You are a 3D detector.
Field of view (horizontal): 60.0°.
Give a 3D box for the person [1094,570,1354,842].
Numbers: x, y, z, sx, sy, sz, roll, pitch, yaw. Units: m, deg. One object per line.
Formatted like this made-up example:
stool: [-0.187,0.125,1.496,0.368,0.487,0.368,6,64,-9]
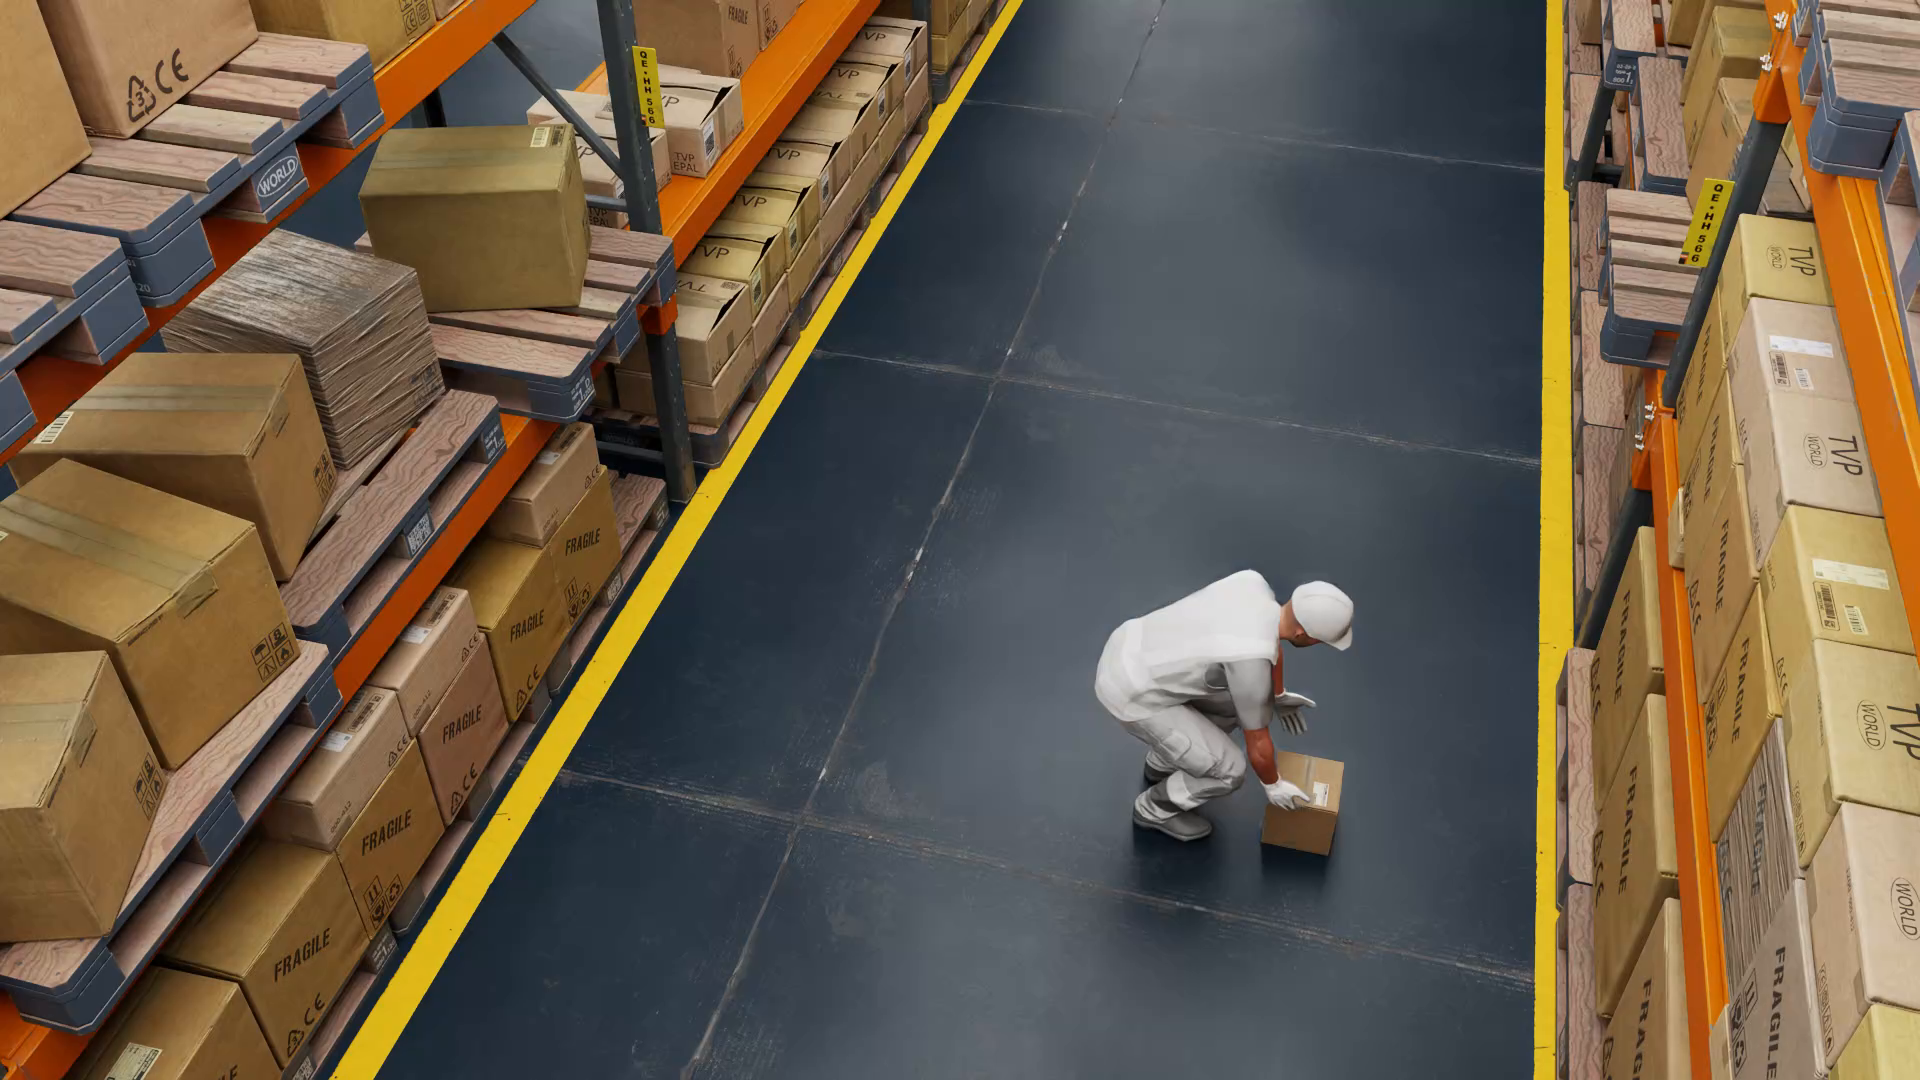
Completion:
person: [0.922,0.553,5.992,0.858,1.144,0.583,10,42,11]
